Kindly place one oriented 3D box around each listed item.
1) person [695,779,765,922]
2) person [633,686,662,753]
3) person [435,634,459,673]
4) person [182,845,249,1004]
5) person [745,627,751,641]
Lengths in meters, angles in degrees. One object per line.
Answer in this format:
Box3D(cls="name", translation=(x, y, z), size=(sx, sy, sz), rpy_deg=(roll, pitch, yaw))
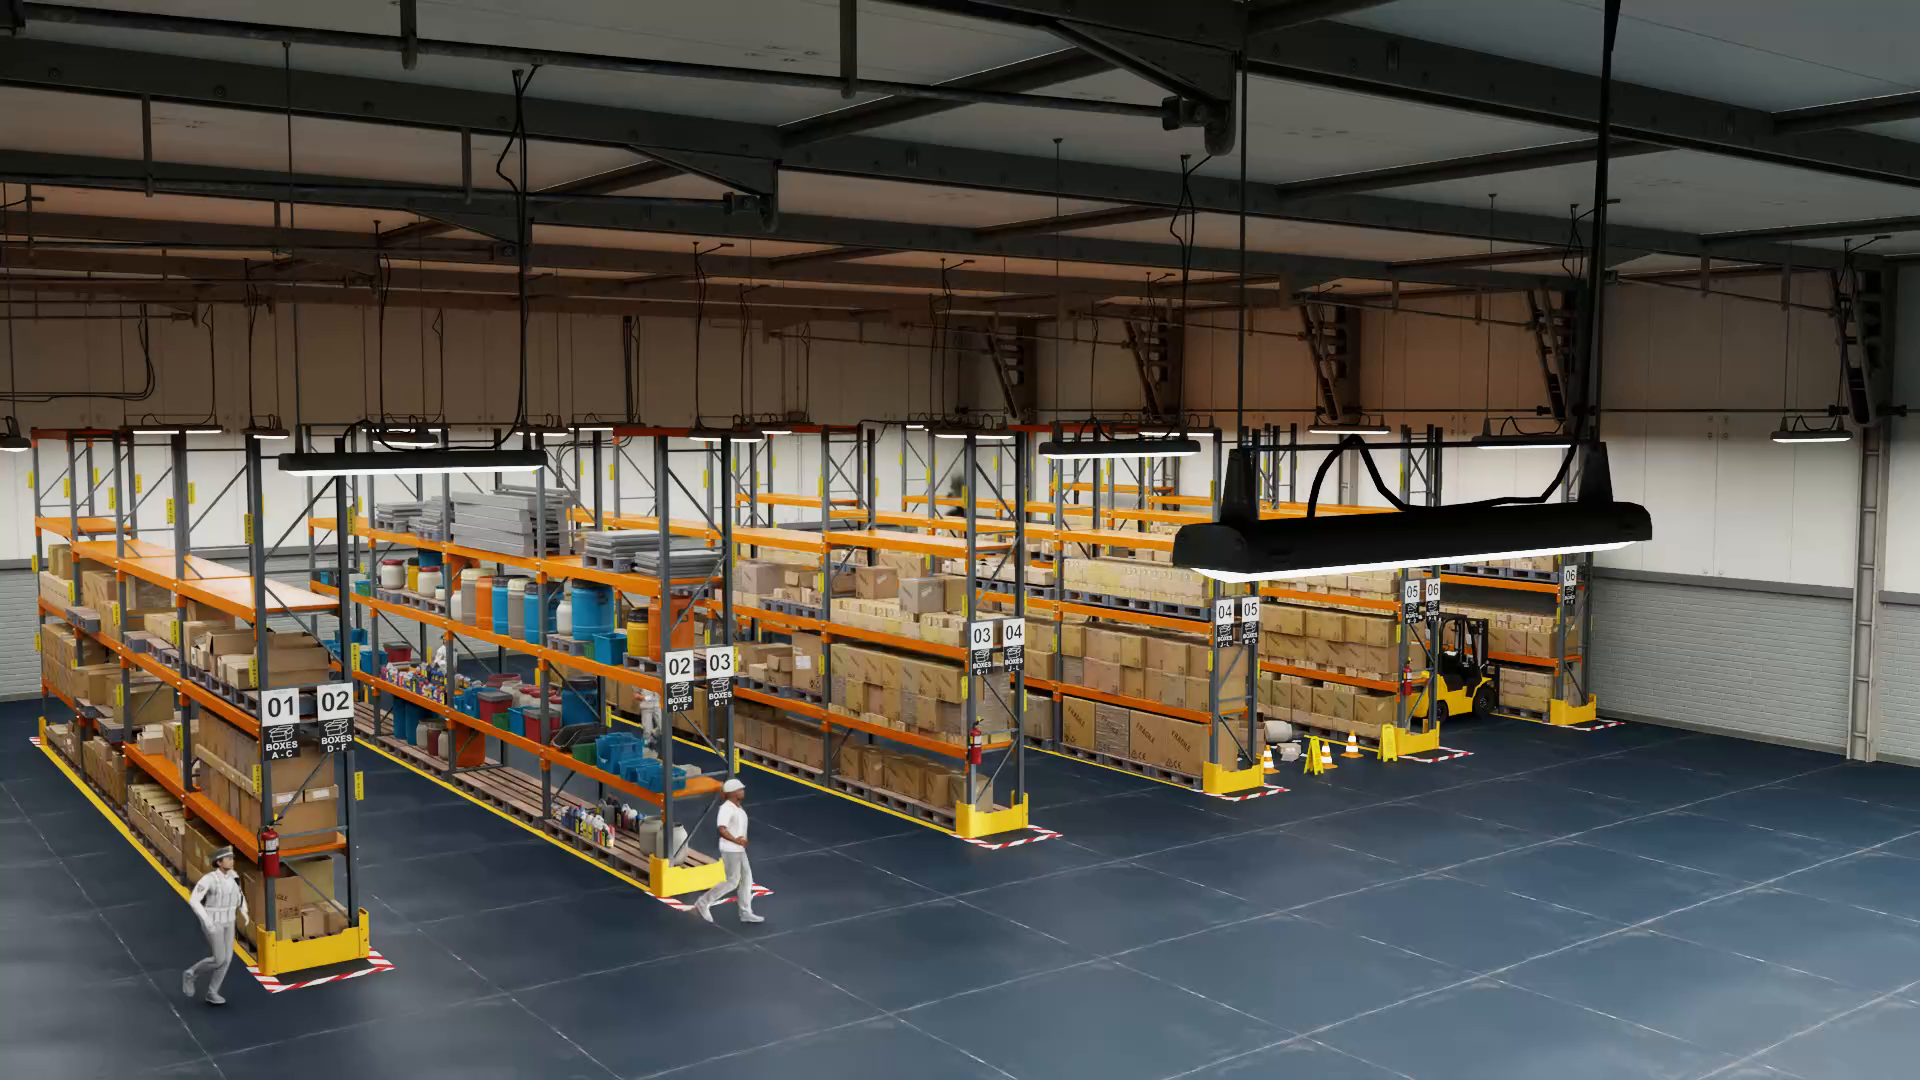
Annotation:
Box3D(cls="person", translation=(-2.827, 3.835, 20.631), size=(0.843, 1.739, 0.751), rpy_deg=(0, 4, 2))
Box3D(cls="person", translation=(-5.595, 3.066, 30.217), size=(0.685, 1.757, 0.622), rpy_deg=(-3, 6, -36))
Box3D(cls="person", translation=(-10.684, 2.778, 34.728), size=(0.708, 1.732, 0.602), rpy_deg=(4, 6, 43))
Box3D(cls="person", translation=(-7.983, 4.105, 17.910), size=(0.550, 1.631, 0.673), rpy_deg=(2, 5, 21))
Box3D(cls="person", translation=(-5.178, 2.185, 41.983), size=(0.718, 1.737, 0.861), rpy_deg=(-1, 5, -13))
